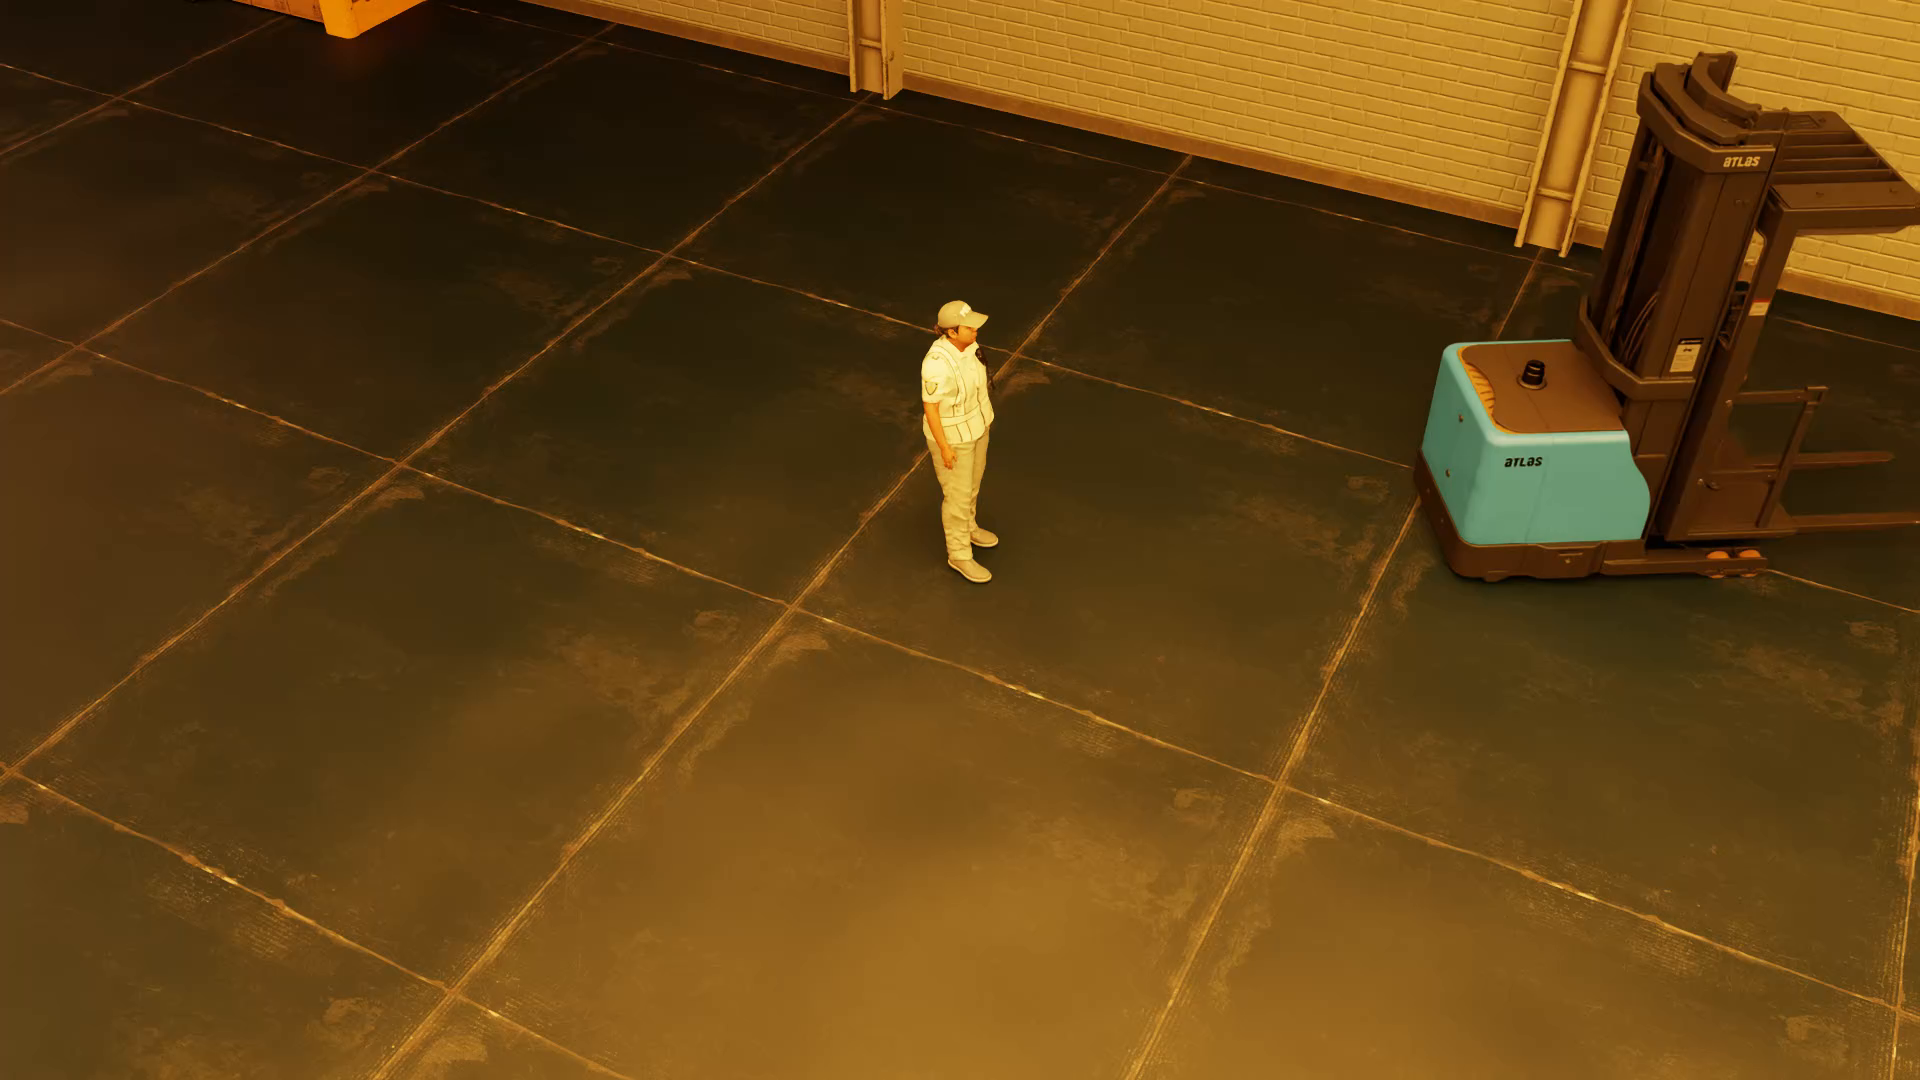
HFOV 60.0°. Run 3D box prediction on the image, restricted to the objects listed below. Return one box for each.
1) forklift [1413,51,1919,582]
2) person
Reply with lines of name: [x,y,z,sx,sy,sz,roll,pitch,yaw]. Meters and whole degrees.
forklift: [4.425,-1.232,9.450,3.031,2.935,1.130,-2,40,-2]
person: [0.059,-0.607,9.677,0.525,1.670,0.598,18,43,21]
